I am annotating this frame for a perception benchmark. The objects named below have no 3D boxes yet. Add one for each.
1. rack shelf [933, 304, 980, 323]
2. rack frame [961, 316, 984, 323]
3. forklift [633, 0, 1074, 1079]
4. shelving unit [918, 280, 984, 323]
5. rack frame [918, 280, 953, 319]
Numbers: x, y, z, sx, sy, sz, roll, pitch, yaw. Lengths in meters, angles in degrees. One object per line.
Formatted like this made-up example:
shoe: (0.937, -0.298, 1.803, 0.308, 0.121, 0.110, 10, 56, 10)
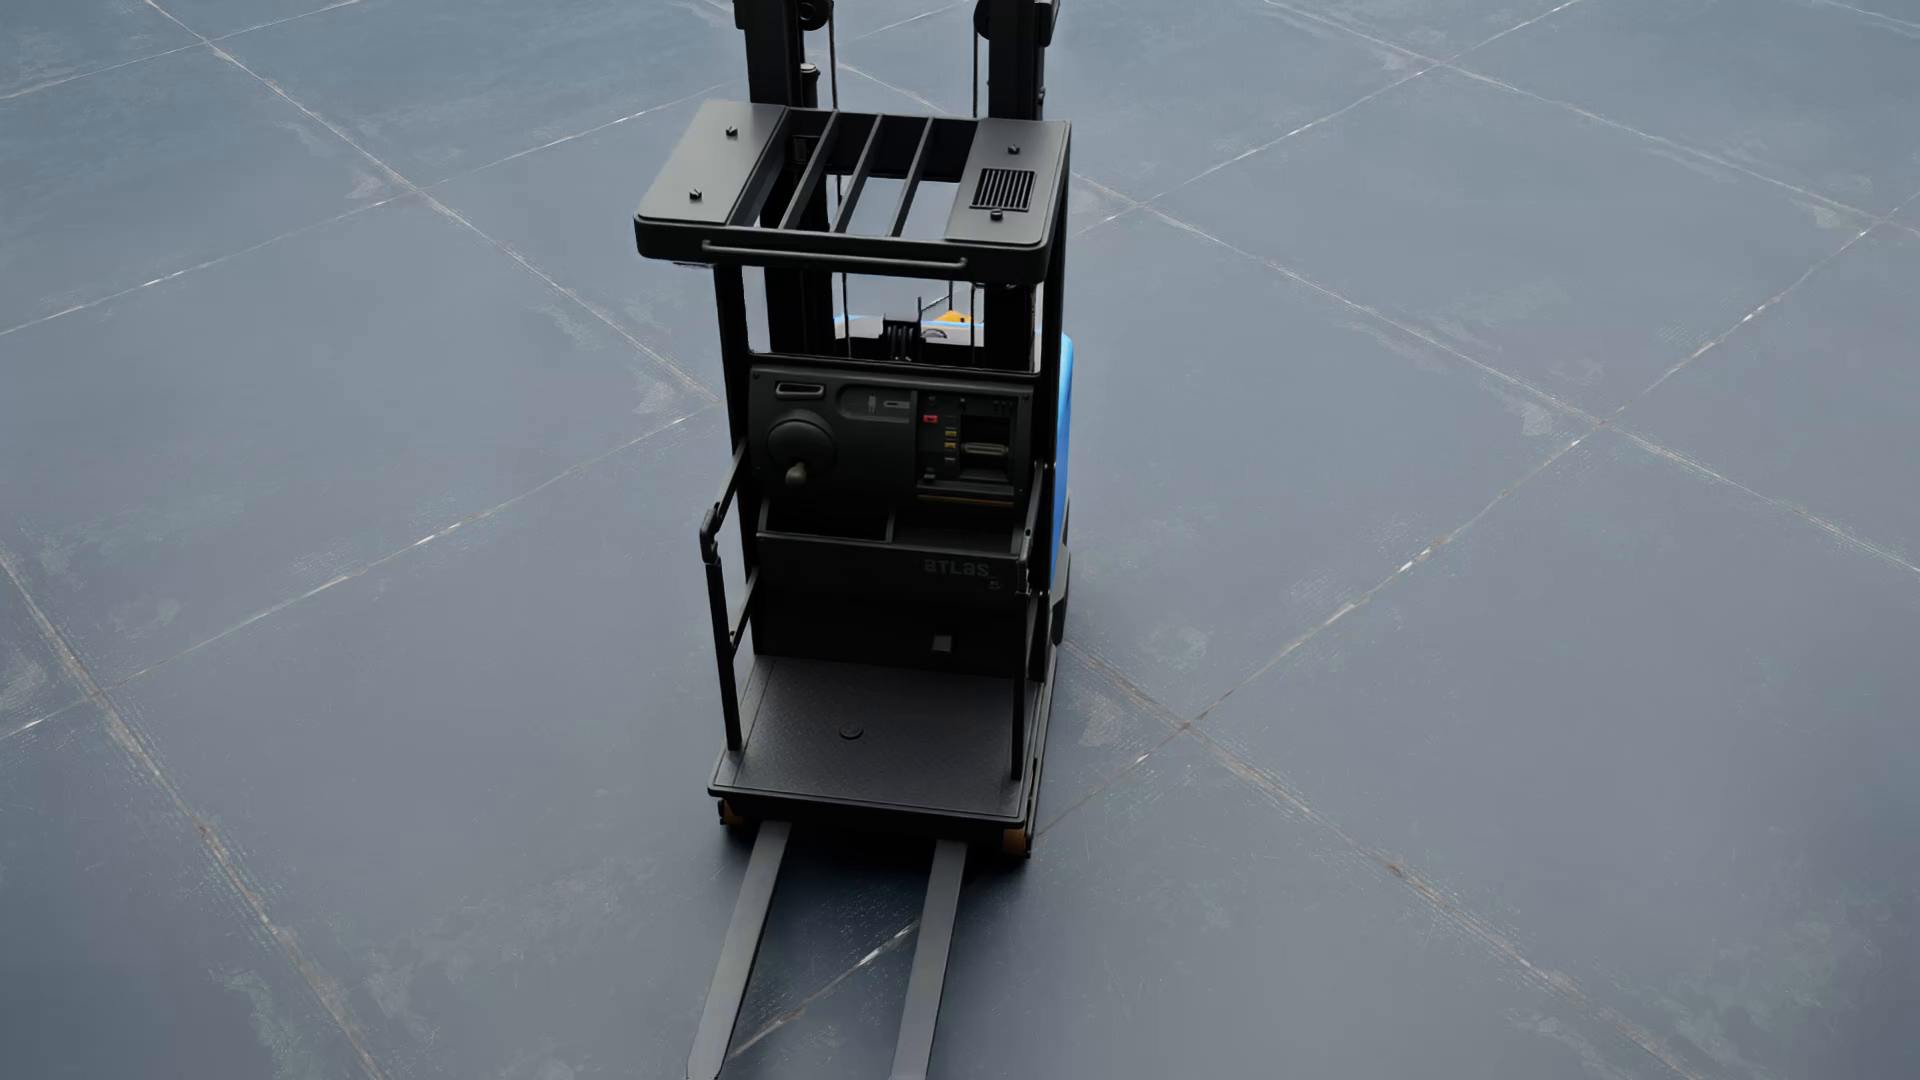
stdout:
rack shelf: (-0.013, -0.796, 6.965, 0.240, 0.259, 0.215, 31, 48, 32)
rack frame: (0.075, -0.531, 7.071, 0.008, 1.050, 0.200, 31, 48, 32)
forklift: (-0.258, -0.266, 5.247, 1.130, 2.935, 3.031, 5, 39, 6)
shelving unit: (-0.013, -0.583, 7.137, 0.252, 1.050, 0.215, 31, 48, 32)
rack frame: (-0.101, -0.636, 7.202, 0.008, 1.050, 0.200, 31, 48, 32)
